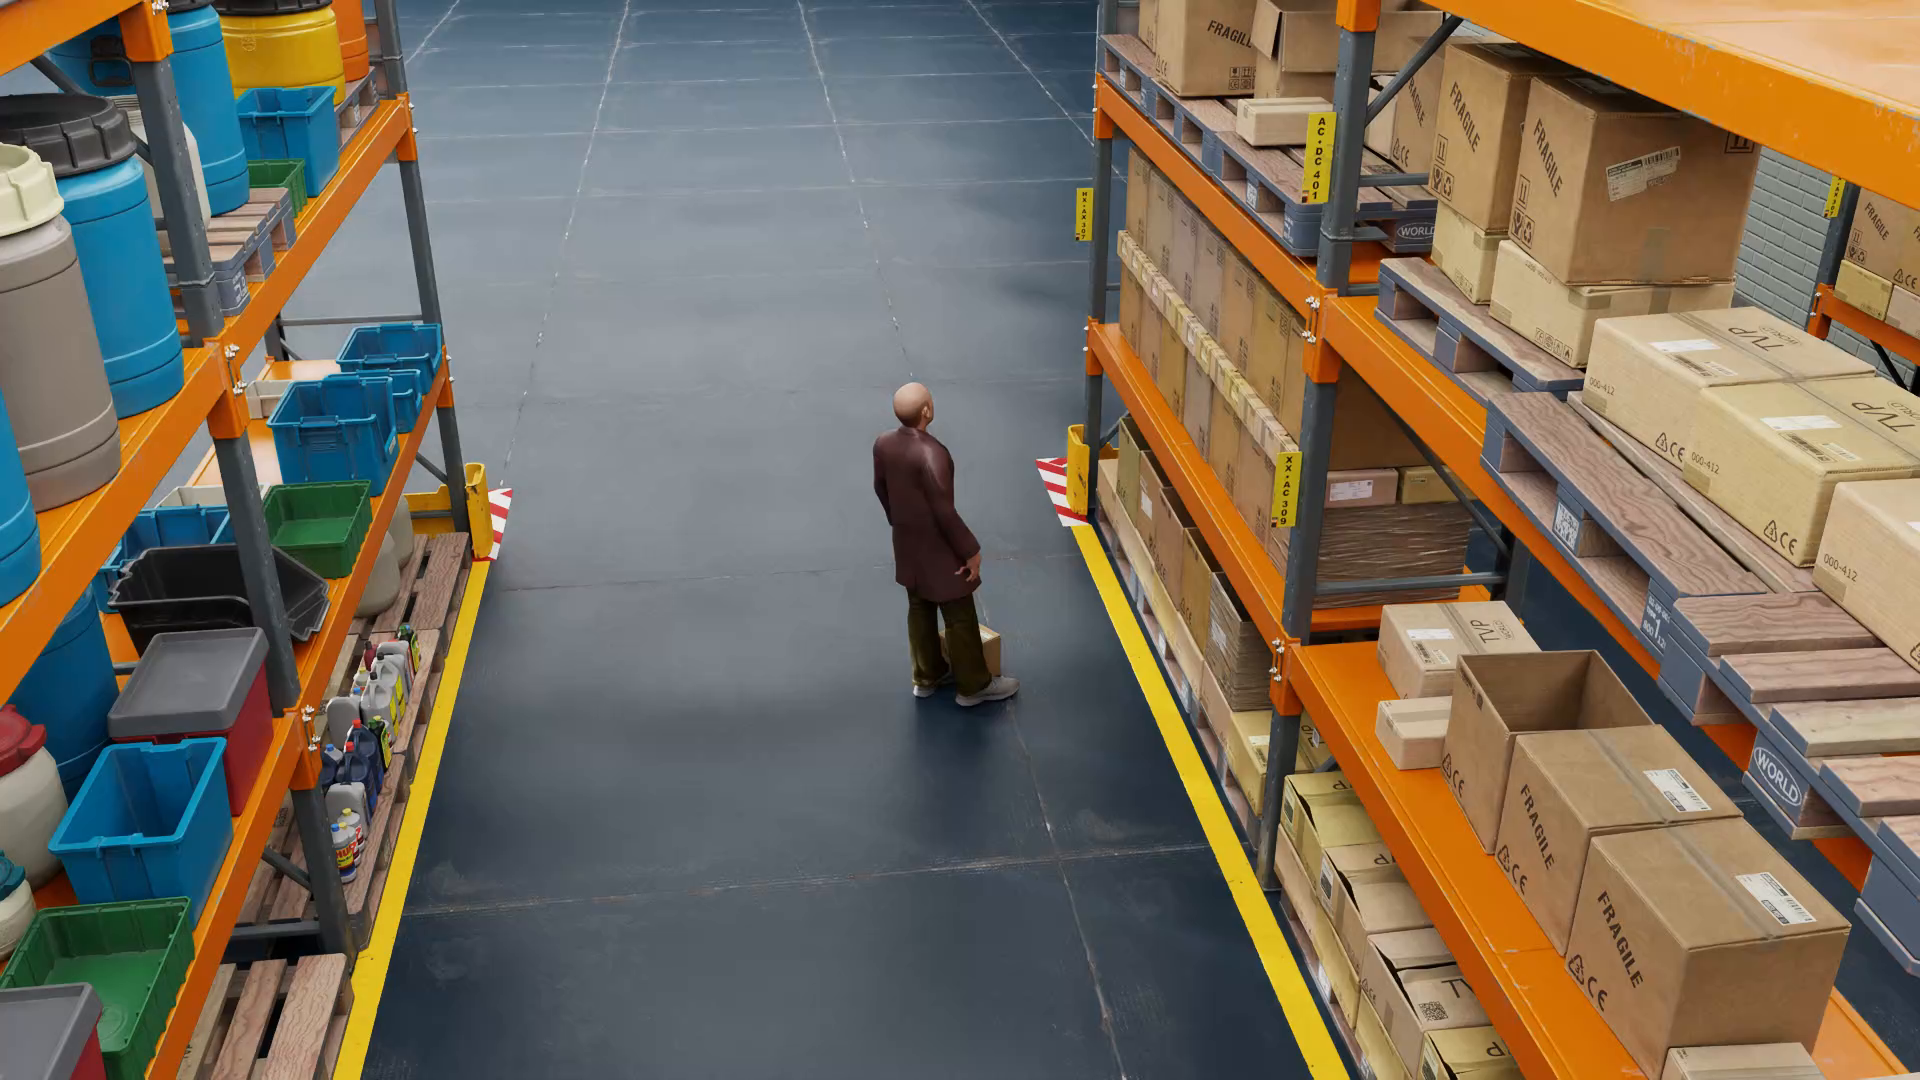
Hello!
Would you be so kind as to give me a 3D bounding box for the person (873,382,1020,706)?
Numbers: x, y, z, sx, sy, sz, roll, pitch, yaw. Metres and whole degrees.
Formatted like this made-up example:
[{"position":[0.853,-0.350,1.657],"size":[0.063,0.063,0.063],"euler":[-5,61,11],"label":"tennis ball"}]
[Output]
[{"position":[-0.087,-0.002,8.618],"size":[0.582,1.776,0.695],"euler":[-21,33,-35],"label":"person"}]
